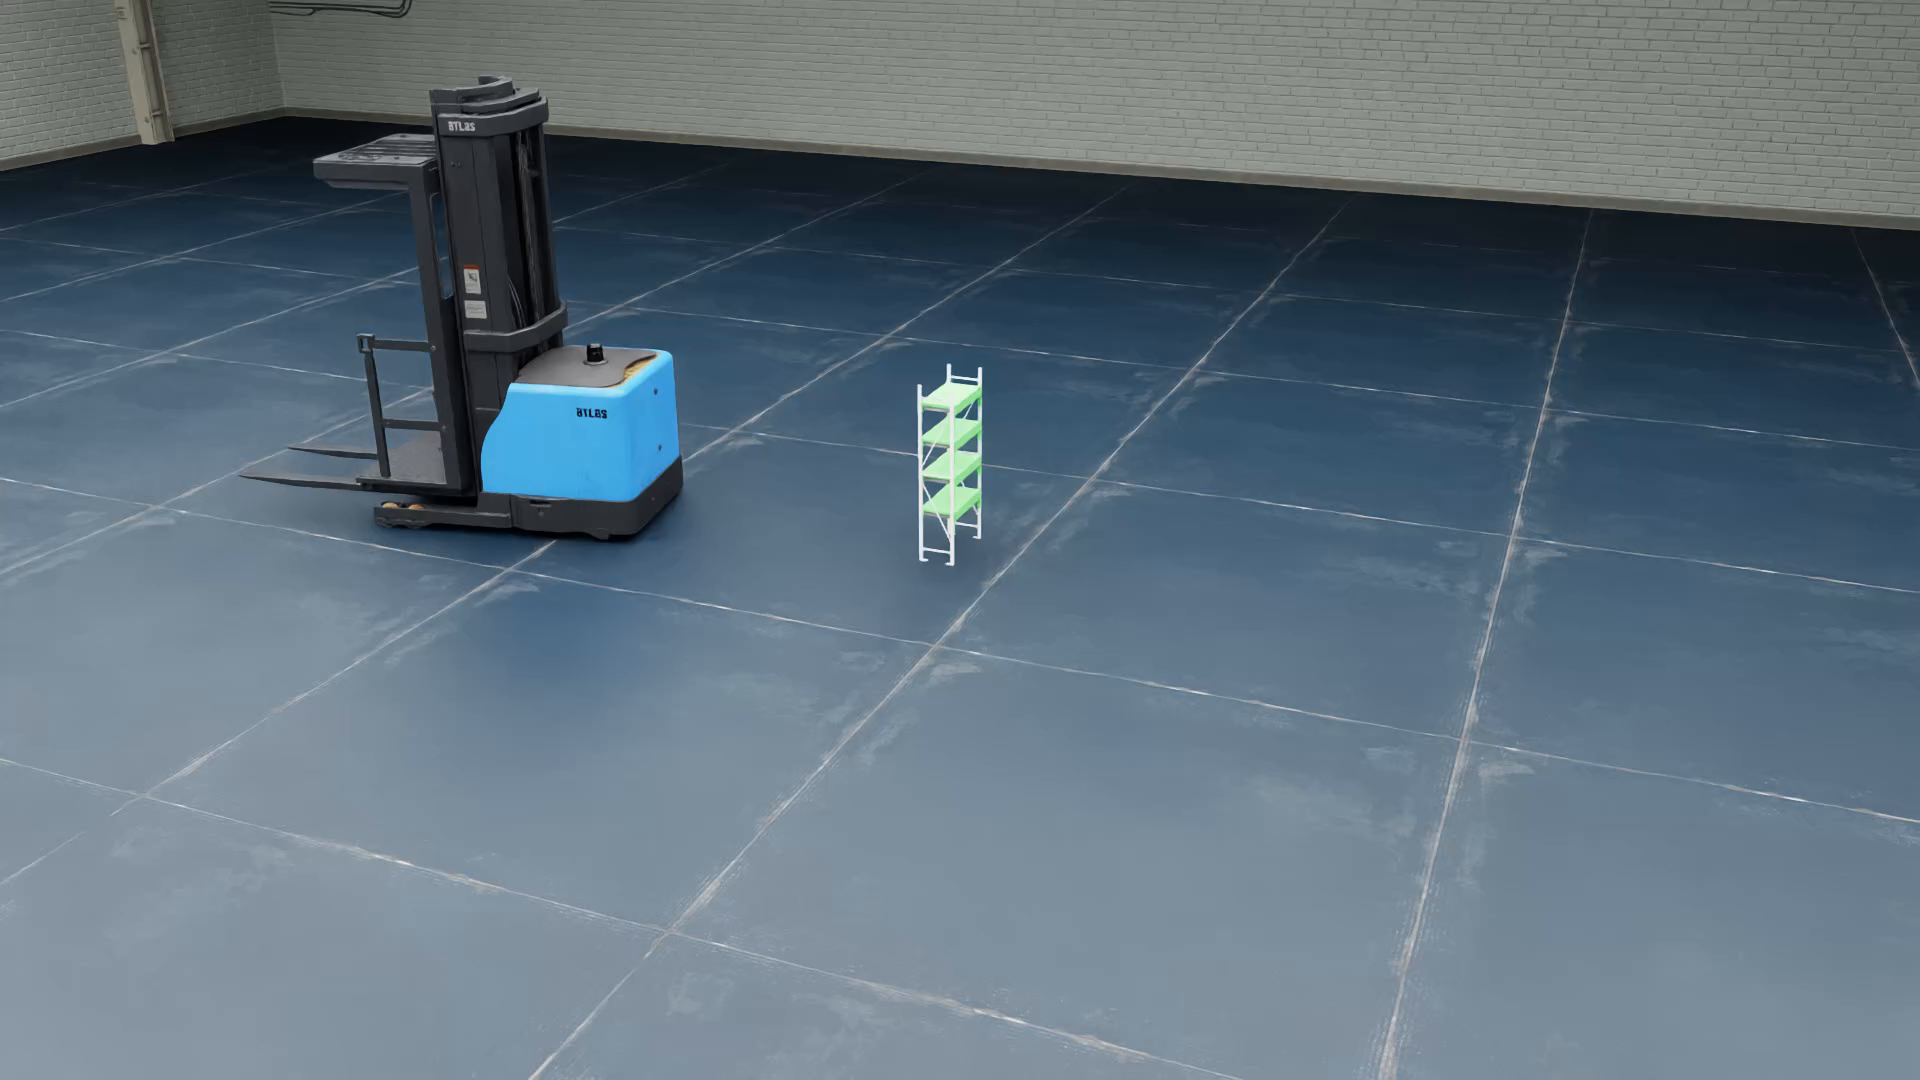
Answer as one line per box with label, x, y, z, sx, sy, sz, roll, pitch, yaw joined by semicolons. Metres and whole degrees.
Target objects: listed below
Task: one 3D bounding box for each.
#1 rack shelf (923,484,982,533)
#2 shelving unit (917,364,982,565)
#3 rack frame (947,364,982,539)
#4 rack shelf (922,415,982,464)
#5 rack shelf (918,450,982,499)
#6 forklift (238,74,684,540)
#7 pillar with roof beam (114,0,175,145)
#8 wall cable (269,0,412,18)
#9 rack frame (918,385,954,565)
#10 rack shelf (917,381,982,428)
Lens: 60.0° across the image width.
rack shelf;-0.061;-0.214;10.994;0.258;0.148;0.480;9;24;20
shelving unit;-0.061;-0.494;10.877;0.258;1.200;0.503;9;24;20
rack frame;0.029;-0.582;11.086;0.240;1.200;0.015;9;24;20
rack shelf;-0.061;-0.657;10.809;0.258;0.148;0.480;9;24;20
rack shelf;-0.061;-0.435;10.902;0.258;0.148;0.480;9;24;20
forklift;-3.563;-1.621;11.327;3.031;2.935;1.130;4;23;10
pillar with roof beam;-8.698;-9.831;23.112;9.100;9.000;0.400;9;24;20
wall cable;-10.373;-9.880;27.256;3.097;2.526;0.112;9;24;20
rack frame;-0.152;-0.407;10.668;0.240;1.200;0.015;9;24;20
rack shelf;-0.061;-0.878;10.717;0.258;0.148;0.480;9;24;20
